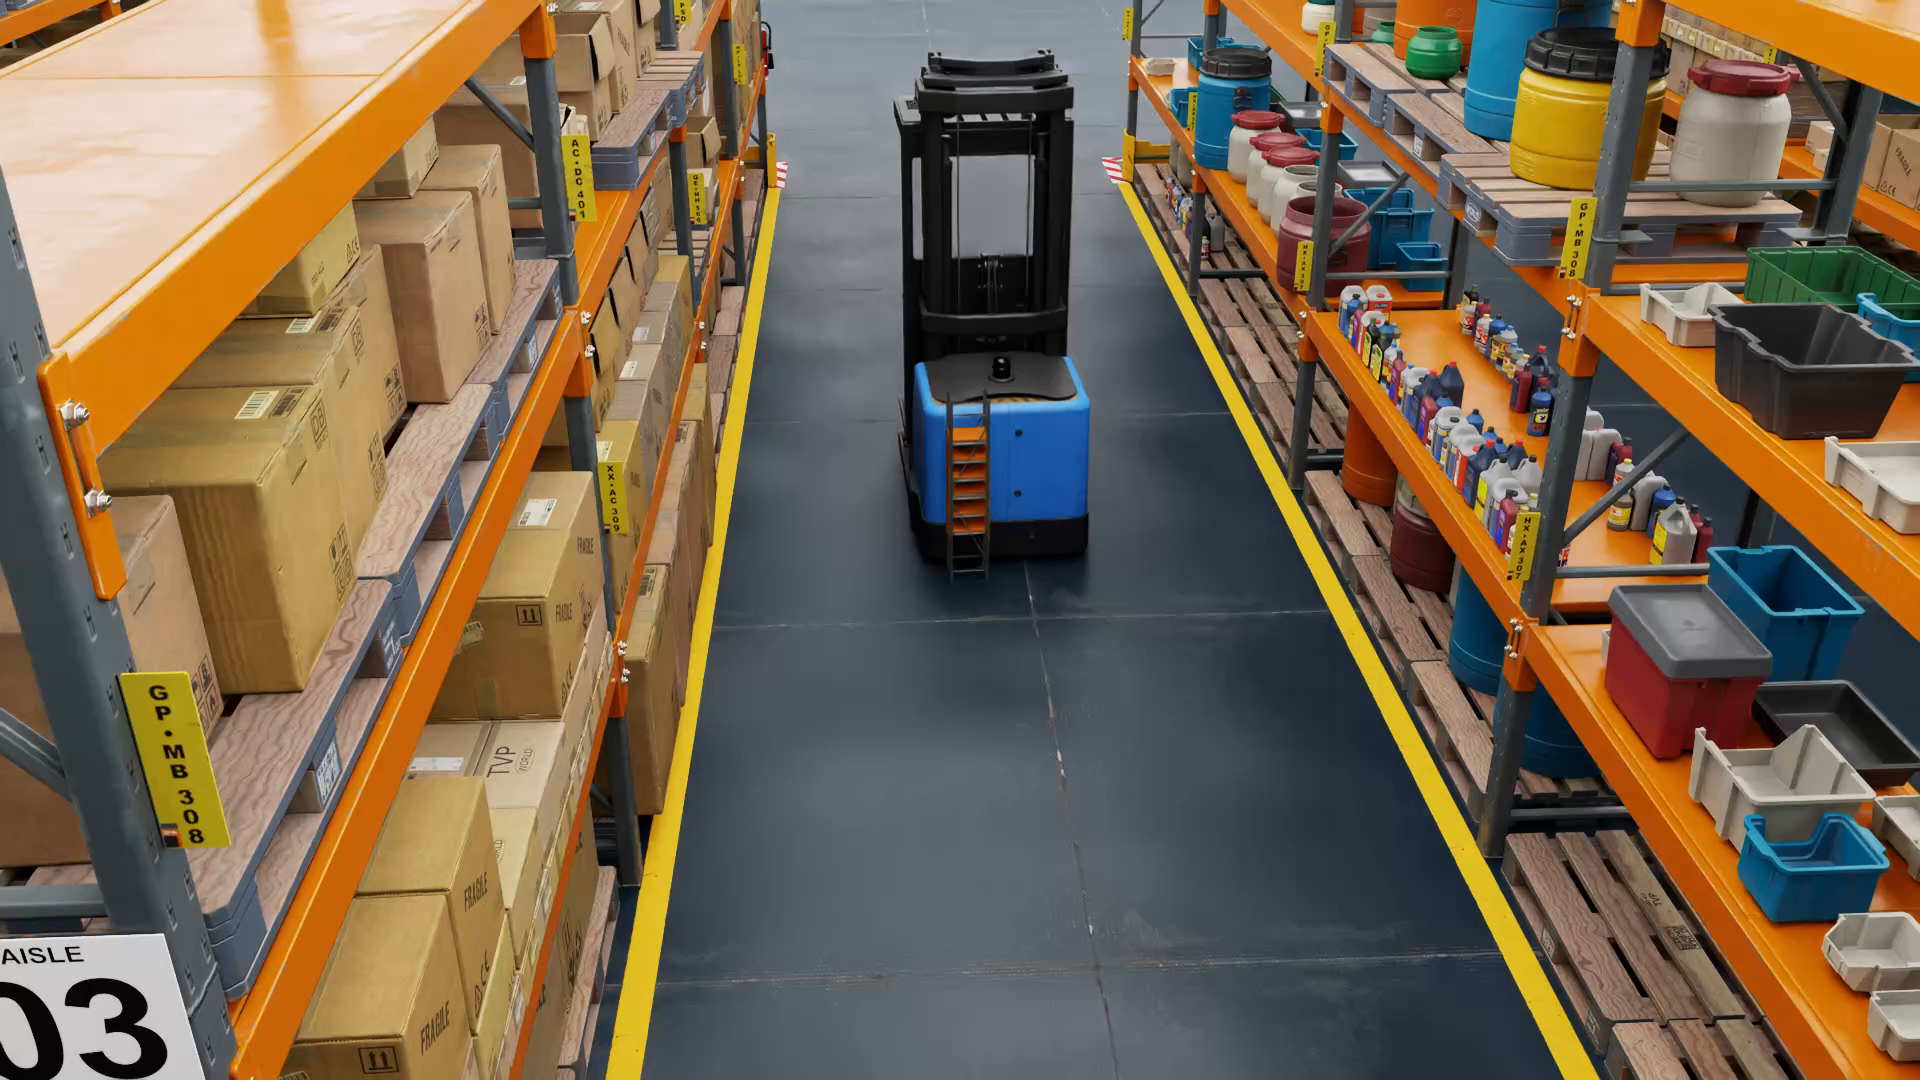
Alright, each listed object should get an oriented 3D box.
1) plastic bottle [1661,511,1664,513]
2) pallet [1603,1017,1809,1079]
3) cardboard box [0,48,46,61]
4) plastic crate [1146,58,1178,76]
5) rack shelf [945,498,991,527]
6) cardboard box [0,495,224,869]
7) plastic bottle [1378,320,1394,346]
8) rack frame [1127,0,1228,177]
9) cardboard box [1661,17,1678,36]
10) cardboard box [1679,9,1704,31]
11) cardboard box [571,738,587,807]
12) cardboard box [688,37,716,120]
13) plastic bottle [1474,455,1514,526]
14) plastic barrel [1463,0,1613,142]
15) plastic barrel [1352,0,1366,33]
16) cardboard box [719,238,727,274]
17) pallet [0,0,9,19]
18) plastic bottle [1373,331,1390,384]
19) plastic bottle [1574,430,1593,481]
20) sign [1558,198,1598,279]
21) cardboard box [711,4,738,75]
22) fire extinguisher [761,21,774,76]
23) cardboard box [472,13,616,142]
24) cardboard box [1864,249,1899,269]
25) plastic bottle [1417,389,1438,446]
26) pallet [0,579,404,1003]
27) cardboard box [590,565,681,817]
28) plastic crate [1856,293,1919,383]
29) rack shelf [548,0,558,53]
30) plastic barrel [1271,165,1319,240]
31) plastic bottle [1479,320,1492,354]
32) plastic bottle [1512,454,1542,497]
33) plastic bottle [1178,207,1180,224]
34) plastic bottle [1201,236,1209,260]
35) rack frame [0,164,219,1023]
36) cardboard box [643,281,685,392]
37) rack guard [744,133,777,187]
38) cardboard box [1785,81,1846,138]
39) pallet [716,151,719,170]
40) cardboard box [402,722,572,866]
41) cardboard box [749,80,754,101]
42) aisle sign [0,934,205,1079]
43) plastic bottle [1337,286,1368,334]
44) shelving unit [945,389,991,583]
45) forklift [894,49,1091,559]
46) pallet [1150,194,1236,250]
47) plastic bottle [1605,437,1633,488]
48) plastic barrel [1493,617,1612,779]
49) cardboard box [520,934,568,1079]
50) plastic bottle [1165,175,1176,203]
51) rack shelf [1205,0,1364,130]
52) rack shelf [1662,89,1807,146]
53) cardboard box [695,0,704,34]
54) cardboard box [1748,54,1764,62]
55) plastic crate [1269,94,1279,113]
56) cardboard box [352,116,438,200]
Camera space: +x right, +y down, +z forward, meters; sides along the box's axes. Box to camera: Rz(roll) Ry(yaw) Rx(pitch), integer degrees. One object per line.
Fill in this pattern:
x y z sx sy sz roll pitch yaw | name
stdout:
3.347 -0.065 7.847 0.097 0.201 0.097 0 28 0 | plastic bottle
3.115 2.280 6.150 1.003 0.211 1.213 -1 28 -3 | pallet
-7.319 -3.620 13.257 0.700 0.500 0.500 -2 28 -4 | cardboard box
2.070 -4.863 17.116 0.298 0.136 0.250 -1 28 -3 | plastic crate
0.048 -0.168 10.131 0.258 0.103 0.180 -3 28 -5 | rack shelf
-1.847 0.264 3.087 0.700 0.500 0.500 -3 28 -6 | cardboard box
2.526 -1.176 9.899 0.097 0.271 0.097 0 28 0 | plastic bottle
2.345 -5.401 17.862 1.000 3.000 0.127 -1 28 -3 | rack frame
7.166 -5.070 16.417 0.380 0.149 0.250 -2 28 -3 | cardboard box
7.392 -5.191 15.949 0.700 0.500 0.500 -1 28 -3 | cardboard box
-1.591 0.861 6.128 0.380 0.149 0.250 -1 28 -2 | cardboard box
-2.491 -3.516 13.145 1.000 1.000 1.000 -1 28 -2 | cardboard box
2.597 -0.254 8.047 0.144 0.351 0.185 -1 28 -3 | plastic bottle
2.730 -2.382 7.834 0.600 0.901 0.708 -1 28 -3 | plastic barrel
2.902 -3.914 11.302 0.600 0.830 0.708 -1 28 -3 | plastic barrel
-2.373 -2.698 14.928 0.500 0.500 0.500 -2 28 -4 | cardboard box
-7.290 -3.573 11.317 1.003 0.211 1.213 0 28 0 | pallet
2.460 -1.064 9.673 0.061 0.283 0.133 -1 28 -3 | plastic bottle
3.127 -0.451 8.506 0.152 0.276 0.135 -1 28 -3 | plastic bottle
2.422 -1.181 6.517 0.100 0.325 0.005 -1 28 -3 | sign
-2.162 -4.268 14.178 0.500 0.500 0.500 -1 28 -3 | cardboard box
-2.147 -5.311 17.773 0.296 0.674 0.183 -1 28 -3 | fire extinguisher
-2.056 -2.206 7.927 0.797 0.503 0.637 -2 28 -3 | cardboard box
7.322 -2.220 13.676 0.500 0.311 0.500 -2 28 -4 | cardboard box
2.506 -0.658 8.895 0.061 0.283 0.133 -1 28 -3 | plastic bottle
-1.815 0.474 3.449 1.003 0.211 1.213 -1 28 -3 | pallet
-2.028 0.721 7.967 1.225 0.875 0.875 -1 28 -2 | cardboard box
3.338 -0.702 5.791 0.416 0.233 0.300 -1 28 -3 | plastic crate
-2.079 -2.827 7.650 1.077 0.370 4.000 -1 28 -3 | rack shelf
2.474 -2.421 12.027 0.421 0.512 0.421 0 28 0 | plastic barrel
3.215 -1.237 10.093 0.097 0.201 0.097 0 28 0 | plastic bottle
2.741 -0.258 8.054 0.144 0.351 0.185 -1 28 -3 | plastic bottle
2.167 -3.165 16.126 0.097 0.201 0.097 0 28 0 | plastic bottle
2.224 -2.668 15.172 0.097 0.201 0.097 0 28 0 | plastic bottle
-1.766 -0.553 2.078 1.000 3.000 0.127 -1 28 -3 | rack frame
-1.890 -1.179 9.659 0.500 0.500 0.500 -2 28 -3 | cardboard box
-2.597 -4.138 18.144 1.175 0.500 0.348 -1 28 -3 | rack guard
7.471 -3.921 14.916 0.700 0.500 0.500 -2 28 -4 | cardboard box
-2.498 -2.993 13.452 1.003 0.211 1.213 -1 28 -3 | pallet
-1.633 0.867 5.685 0.500 0.250 0.500 -1 28 -2 | cardboard box
-2.197 -4.353 16.125 0.380 0.149 0.250 -1 28 -3 | cardboard box
-1.463 0.981 2.815 0.394 0.787 0.004 -1 28 -3 | aisle sign
2.462 -1.444 10.409 0.152 0.276 0.135 -1 28 -3 | plastic bottle
0.048 -0.314 10.055 0.258 1.200 0.189 -3 28 -5 | shelving unit
0.145 -1.836 11.100 1.130 2.935 3.031 -3 28 -5 | forklift
2.494 -3.193 16.645 1.003 0.211 1.213 -1 28 -3 | pallet
3.332 -0.397 8.395 0.061 0.283 0.133 -1 28 -3 | plastic bottle
2.960 0.633 8.107 0.600 0.901 0.708 -1 28 -3 | plastic barrel
-1.973 1.738 6.017 0.875 0.875 0.875 -1 28 -3 | cardboard box
2.128 -3.542 16.771 0.097 0.271 0.097 0 28 0 | plastic bottle
2.658 -3.641 12.022 1.077 0.370 4.000 -1 28 -3 | rack shelf
7.396 -4.276 16.484 1.077 0.370 4.000 -1 28 -3 | rack shelf
-2.017 -3.548 11.227 0.500 0.250 0.500 -1 28 -2 | cardboard box
7.261 -4.238 14.823 0.380 0.149 0.250 -2 28 -4 | cardboard box
2.653 -3.771 14.804 0.767 0.338 0.504 -1 28 -3 | plastic crate
-1.932 -1.243 5.164 0.500 0.250 0.500 -3 28 -6 | cardboard box
